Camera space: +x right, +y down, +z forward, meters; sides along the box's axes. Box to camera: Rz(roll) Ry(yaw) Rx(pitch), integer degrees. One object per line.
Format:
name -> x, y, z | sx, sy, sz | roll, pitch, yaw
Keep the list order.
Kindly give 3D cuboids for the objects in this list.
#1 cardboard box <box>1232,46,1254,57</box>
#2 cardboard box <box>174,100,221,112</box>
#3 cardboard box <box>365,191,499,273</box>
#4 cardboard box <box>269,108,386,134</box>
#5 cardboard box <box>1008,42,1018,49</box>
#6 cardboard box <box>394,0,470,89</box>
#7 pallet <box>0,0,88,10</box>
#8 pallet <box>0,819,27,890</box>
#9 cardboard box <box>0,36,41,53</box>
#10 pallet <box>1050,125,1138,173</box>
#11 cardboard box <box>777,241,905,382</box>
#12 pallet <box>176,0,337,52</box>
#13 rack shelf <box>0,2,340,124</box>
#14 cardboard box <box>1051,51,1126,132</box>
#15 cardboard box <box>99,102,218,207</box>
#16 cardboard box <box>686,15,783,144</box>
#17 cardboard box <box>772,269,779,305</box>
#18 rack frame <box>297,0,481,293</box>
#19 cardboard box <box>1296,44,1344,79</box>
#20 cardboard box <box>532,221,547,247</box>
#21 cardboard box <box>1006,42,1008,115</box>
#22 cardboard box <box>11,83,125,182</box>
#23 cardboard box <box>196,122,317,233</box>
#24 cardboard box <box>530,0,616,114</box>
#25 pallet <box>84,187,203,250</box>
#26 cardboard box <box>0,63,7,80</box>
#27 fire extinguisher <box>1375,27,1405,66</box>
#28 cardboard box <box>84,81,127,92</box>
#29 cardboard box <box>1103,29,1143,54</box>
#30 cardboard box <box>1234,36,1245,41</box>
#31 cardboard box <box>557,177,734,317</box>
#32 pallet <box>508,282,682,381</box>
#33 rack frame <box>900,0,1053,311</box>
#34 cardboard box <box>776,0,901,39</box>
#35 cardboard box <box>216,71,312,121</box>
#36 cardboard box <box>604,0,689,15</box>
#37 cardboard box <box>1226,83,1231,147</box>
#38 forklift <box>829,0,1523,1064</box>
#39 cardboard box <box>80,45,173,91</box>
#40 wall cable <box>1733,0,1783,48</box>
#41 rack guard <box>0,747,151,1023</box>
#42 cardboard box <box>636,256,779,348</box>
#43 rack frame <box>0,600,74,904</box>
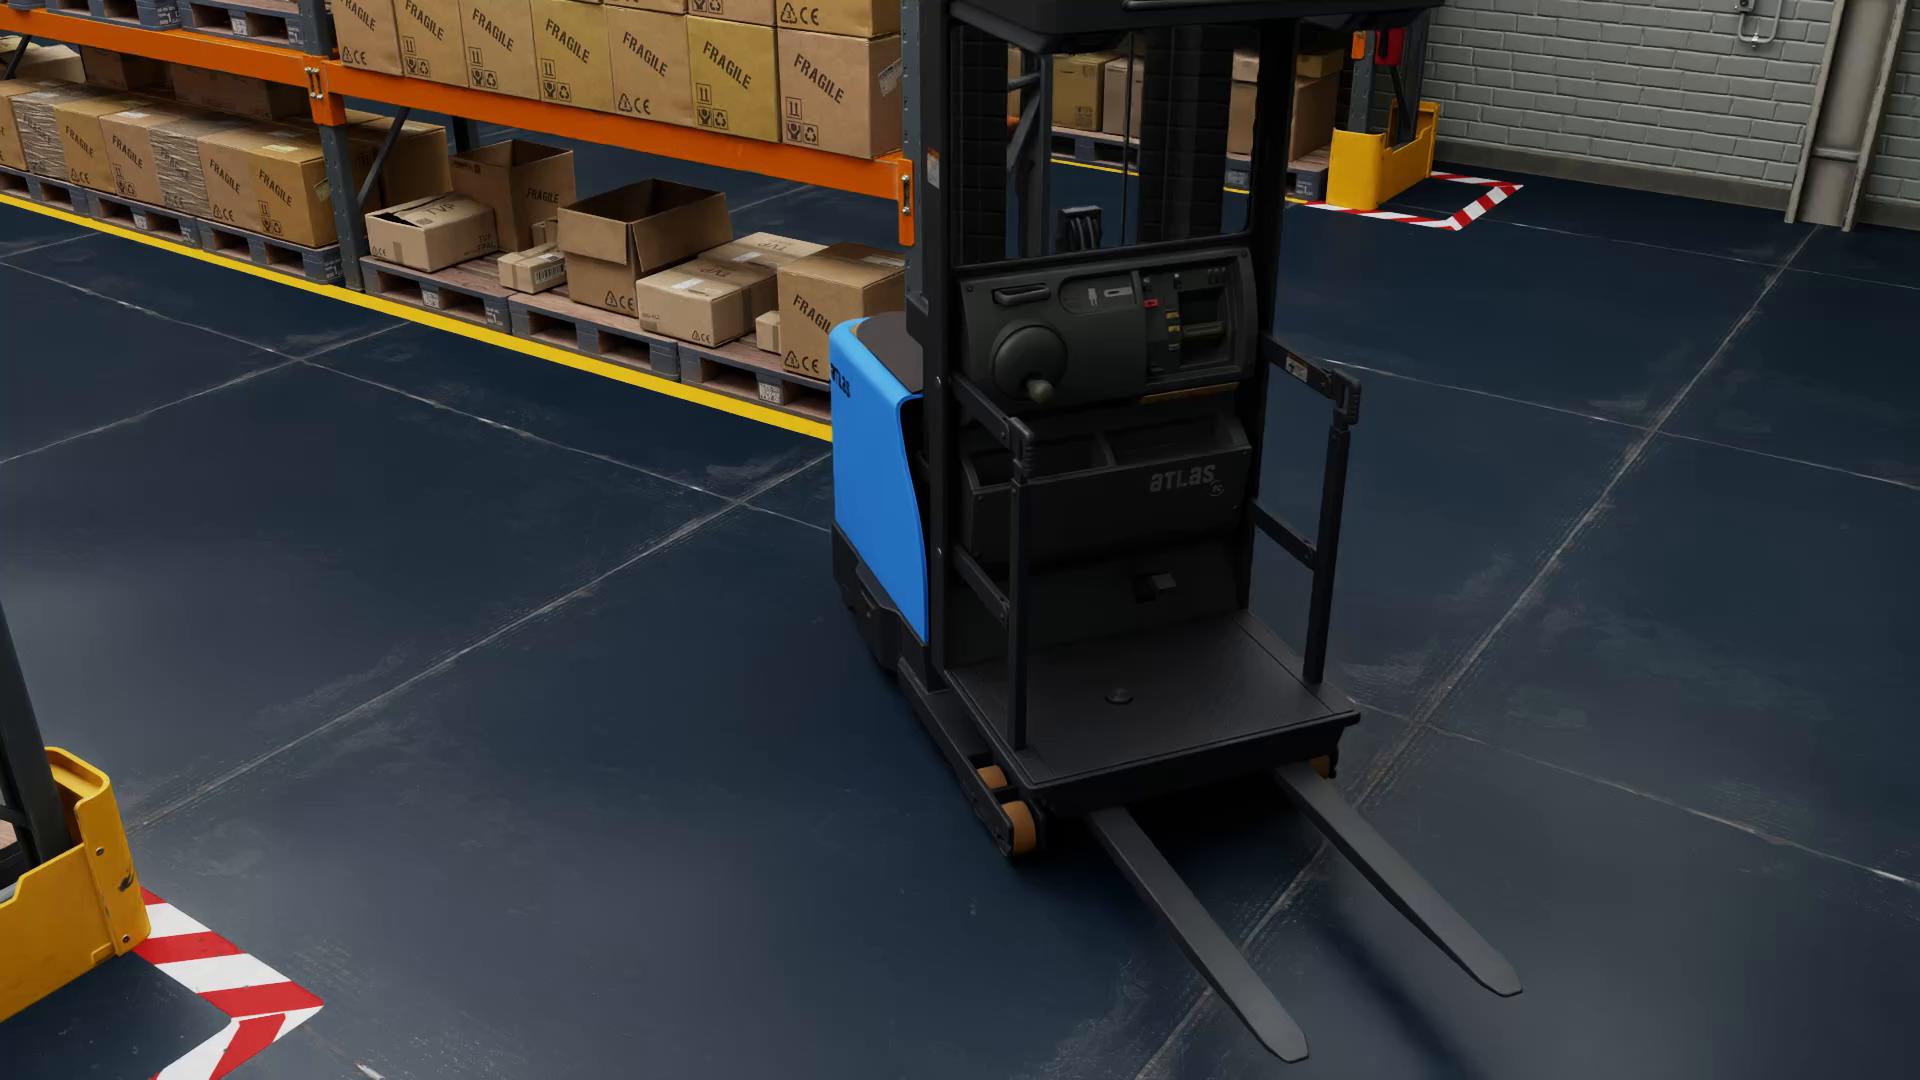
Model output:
cardboard box -> 1.839, -3.316, 11.536 | 0.250, 0.149, 0.380 | 18, 32, 32
cardboard box -> -4.737, -2.647, 10.914 | 0.500, 0.500, 0.500 | 16, 31, 28
cardboard box -> -2.983, -1.764, 9.389 | 0.500, 0.311, 0.500 | 17, 32, 30
cardboard box -> -3.913, -2.385, 10.401 | 0.500, 0.500, 0.500 | 18, 32, 31
cardboard box -> 0.332, -3.784, 12.456 | 0.250, 0.149, 0.380 | 19, 32, 32
cardboard box -> -2.517, -2.637, 8.514 | 0.500, 0.500, 0.500 | 18, 32, 31
pallet -> -5.905, -3.749, 11.021 | 1.003, 0.211, 1.213 | 17, 32, 30
pallet -> -3.375, 0.939, 4.671 | 1.213, 0.211, 1.003 | 17, 32, 30
cardboard box -> -7.207, -3.570, 12.408 | 0.500, 0.311, 0.500 | 16, 31, 29
pallet -> 1.187, -3.028, 12.467 | 1.213, 0.211, 1.003 | 17, 32, 30
cardboard box -> -0.497, -1.058, 7.792 | 0.500, 0.500, 0.500 | 17, 32, 30
pallet -> -3.803, -3.116, 9.777 | 1.213, 0.211, 1.003 | 17, 32, 30
rack shelf -> -4.855, -3.148, 10.422 | 4.000, 0.370, 1.077 | 17, 32, 30
cardboard box -> 0.988, -3.388, 12.393 | 0.500, 0.500, 0.700 | 18, 32, 31
cardboard box -> -5.012, -2.446, 10.519 | 0.500, 0.500, 0.500 | 16, 31, 29
cardboard box -> -0.862, -2.118, 7.494 | 0.500, 0.500, 0.500 | 18, 32, 31
cardboard box -> -0.609, -1.273, 8.490 | 0.500, 0.250, 0.500 | 17, 32, 30
rack frame -> -3.206, -2.955, 9.250 | 0.127, 3.000, 1.000 | 17, 32, 30
cardboard box -> 2.475, -3.328, 11.561 | 0.250, 0.149, 0.380 | 18, 32, 31
cardboard box -> -2.233, -1.767, 9.572 | 0.250, 0.149, 0.380 | 17, 32, 30
cardboard box -> -0.126, -2.185, 7.626 | 0.500, 0.500, 0.500 | 18, 32, 31
cardboard box -> -5.855, -2.708, 11.036 | 0.500, 0.500, 0.500 | 16, 31, 29
cardboard box -> -4.178, -2.187, 10.011 | 0.500, 0.500, 0.500 | 17, 32, 30
cardboard box -> -1.686, -2.377, 8.004 | 0.500, 0.500, 0.500 | 17, 31, 30
pallet -> -4.908, -2.220, 10.880 | 1.213, 0.211, 1.003 | 17, 32, 30
cardboard box -> -7.075, -3.236, 11.753 | 0.500, 0.311, 0.500 | 18, 32, 32
fire extinguisher -> 2.755, -3.369, 10.559 | 0.183, 0.674, 0.296 | 17, 32, 30
cardboard box -> -5.600, -2.912, 11.436 | 0.500, 0.500, 0.500 | 19, 32, 32
cardboard box -> 1.220, -3.718, 12.327 | 0.250, 0.149, 0.380 | 17, 31, 29
cardboard box -> 1.851, -3.522, 11.942 | 0.250, 0.149, 0.380 | 18, 32, 31
cardboard box -> -1.655, -1.558, 8.772 | 0.637, 0.503, 0.797 | 17, 32, 30
pallet -> -1.631, -1.223, 8.920 | 1.213, 0.211, 1.003 | 17, 32, 30
rack frame -> 0.091, -1.928, 7.231 | 0.127, 3.000, 1.000 | 17, 32, 30
cardboard box -> -0.432, -2.430, 7.005 | 0.500, 0.500, 0.500 | 17, 32, 30
cardboard box -> -4.292, -2.844, 10.475 | 0.500, 0.250, 0.500 | 17, 32, 30
cardboard box -> -1.279, -2.691, 7.517 | 0.500, 0.500, 0.500 | 18, 32, 32
cardboard box -> 1.846, -3.125, 11.876 | 0.500, 0.500, 0.700 | 17, 32, 30
forklift -> 0.525, -0.586, 4.669 | 1.130, 2.935, 3.031 | -10, 29, -19
cardboard box -> -5.551, -3.233, 11.240 | 0.500, 0.250, 0.500 | 19, 32, 32
wall cable -> 4.483, -4.259, 10.691 | 1.851, 1.984, 0.084 | 17, 32, 30
rack guard -> -2.690, 1.038, 4.159 | 0.348, 0.500, 1.175 | 17, 32, 30
cardboard box -> -1.263, -1.201, 8.350 | 0.500, 0.250, 0.500 | 17, 32, 30
rack frame -> -2.717, -0.077, 3.594 | 0.127, 3.000, 1.000 | 17, 32, 30
